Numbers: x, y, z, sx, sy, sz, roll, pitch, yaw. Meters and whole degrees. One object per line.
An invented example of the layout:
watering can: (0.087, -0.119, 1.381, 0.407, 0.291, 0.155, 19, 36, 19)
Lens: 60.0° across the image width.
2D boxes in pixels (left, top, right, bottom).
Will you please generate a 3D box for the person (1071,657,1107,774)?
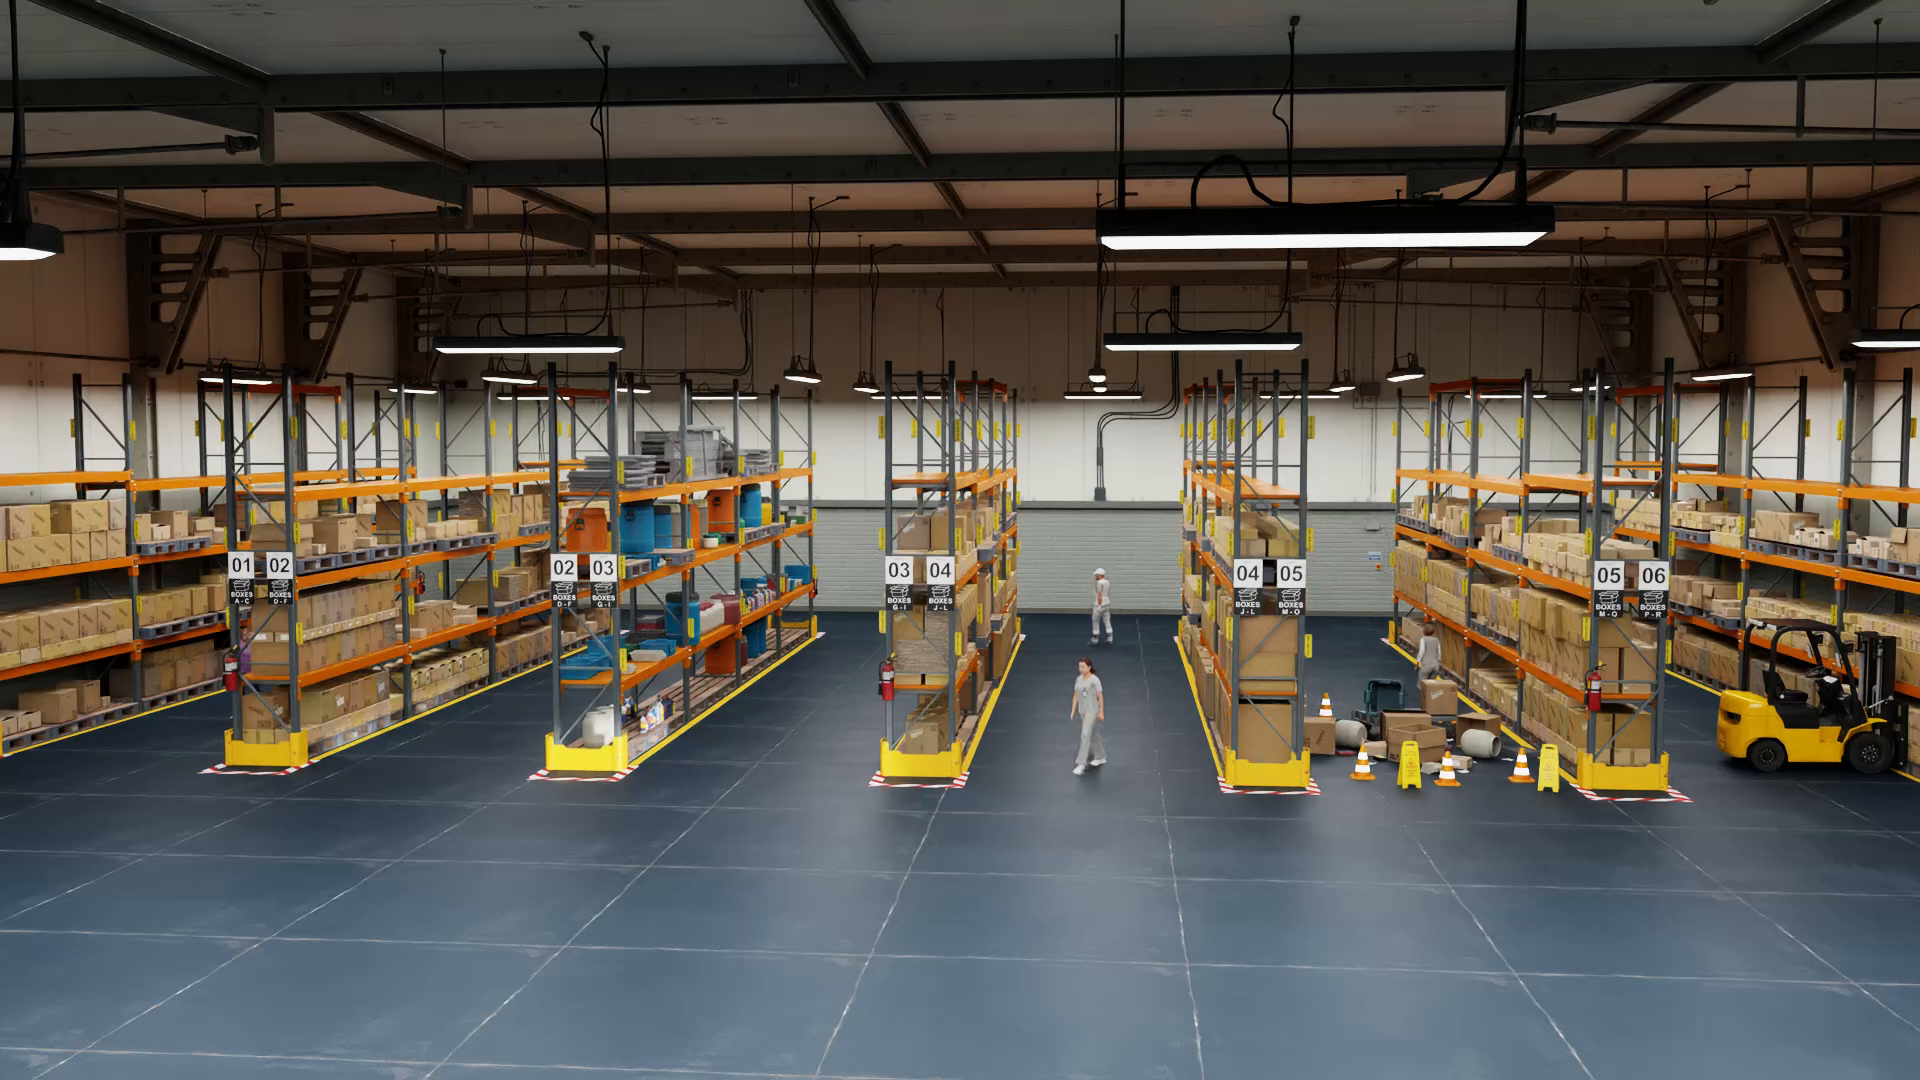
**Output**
person: (1.868, 2.553, 24.540, 0.851, 1.650, 0.490, -3, 5, -37)

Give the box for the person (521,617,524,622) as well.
person: (-10.680, 1.543, 40.195, 0.477, 1.580, 1.037, 1, 4, 10)

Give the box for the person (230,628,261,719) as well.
person: (-12.465, 2.305, 29.041, 0.527, 1.536, 1.009, 0, 4, -3)

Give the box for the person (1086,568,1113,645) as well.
person: (3.270, 1.558, 38.836, 0.649, 1.798, 0.557, 3, 5, 40)

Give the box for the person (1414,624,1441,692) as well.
person: (8.352, 2.303, 29.489, 0.485, 1.538, 0.533, -1, 4, -18)
